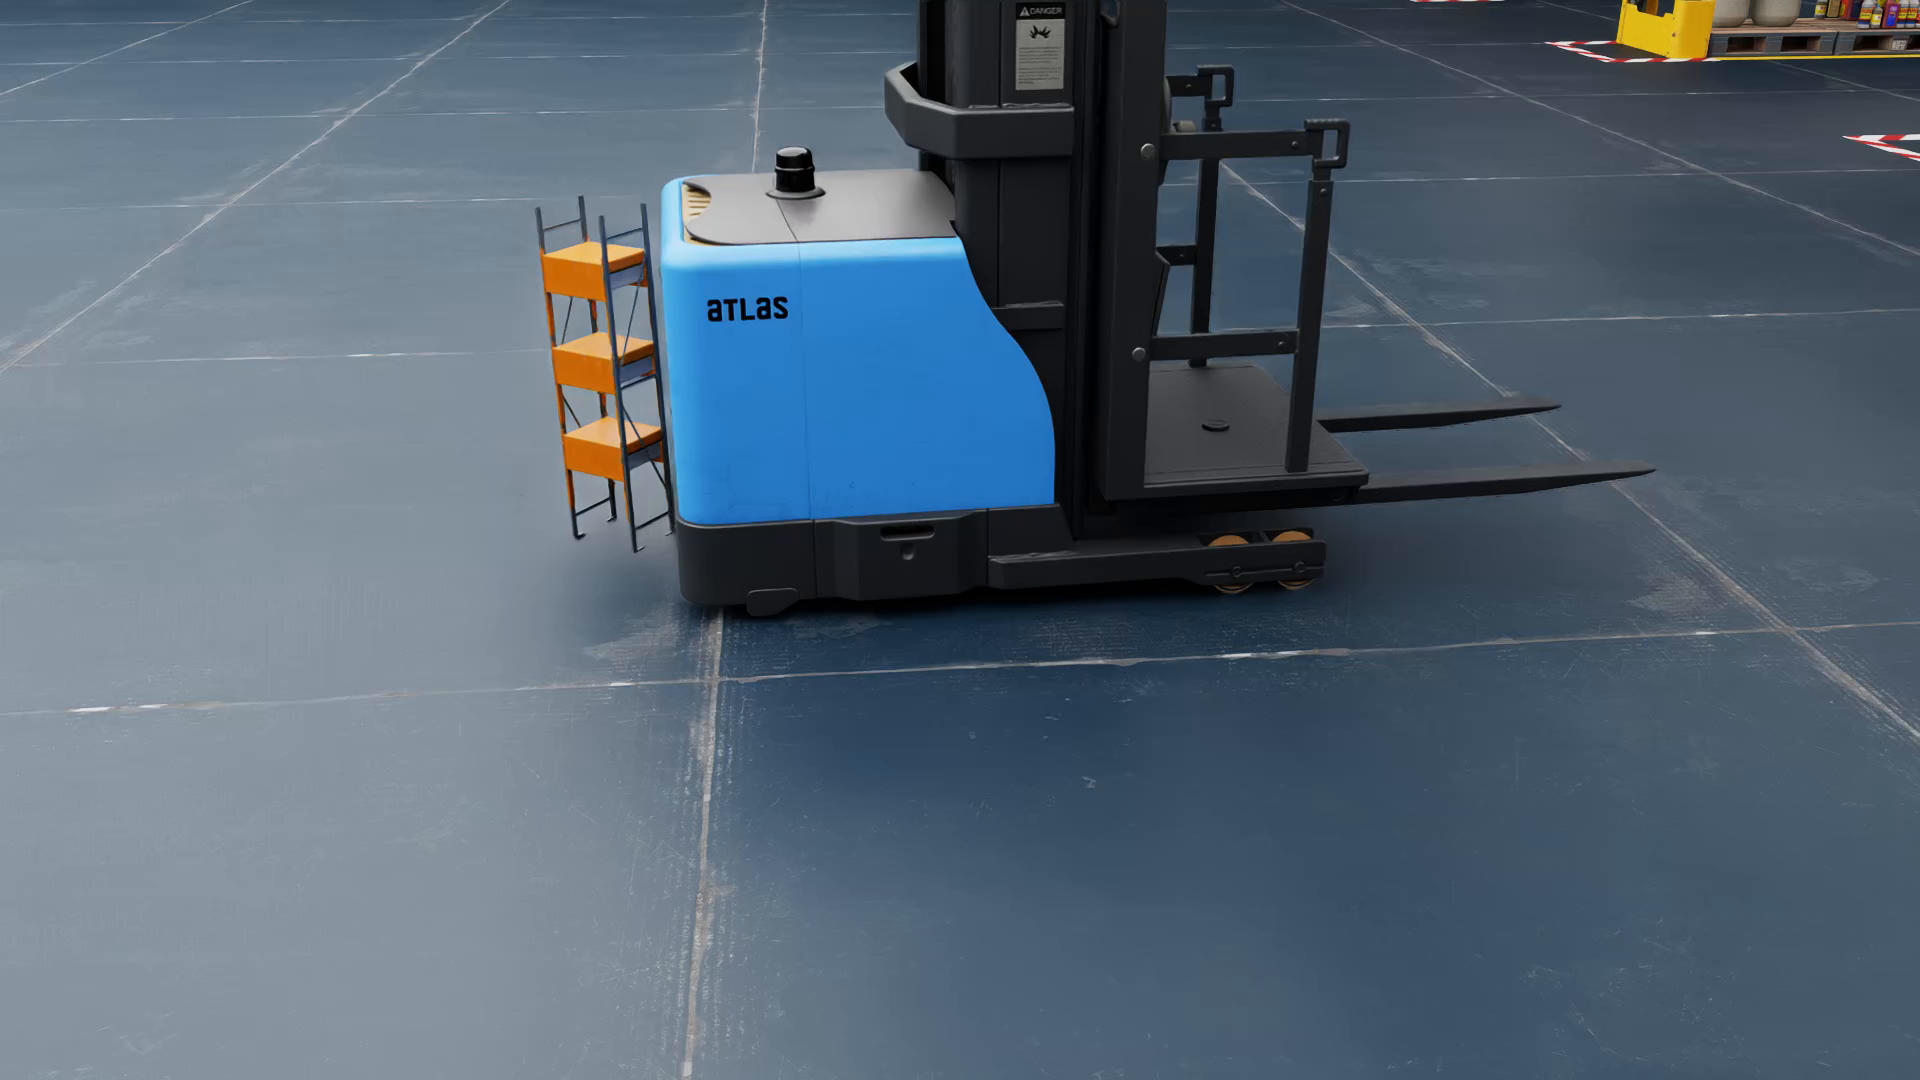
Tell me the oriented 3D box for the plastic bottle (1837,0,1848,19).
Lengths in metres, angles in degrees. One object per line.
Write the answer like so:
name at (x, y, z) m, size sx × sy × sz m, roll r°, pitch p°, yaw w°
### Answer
plastic bottle at (8.528, -5.150, 15.956) m, size 0.135 × 0.276 × 0.152 m, roll -2°, pitch 24°, yaw -5°

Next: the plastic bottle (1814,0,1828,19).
plastic bottle at (8.275, -5.117, 15.973) m, size 0.097 × 0.201 × 0.097 m, roll 0°, pitch 24°, yaw 0°

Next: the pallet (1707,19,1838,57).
pallet at (7.370, -4.722, 15.615) m, size 1.213 × 0.211 × 1.003 m, roll -2°, pitch 24°, yaw -5°

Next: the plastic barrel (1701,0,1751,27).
plastic barrel at (7.137, -5.057, 15.479) m, size 0.421 × 0.512 × 0.421 m, roll 0°, pitch 24°, yaw 0°

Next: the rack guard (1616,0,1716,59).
rack guard at (6.561, -4.824, 15.488) m, size 0.348 × 0.500 × 1.175 m, roll -2°, pitch 24°, yaw -5°

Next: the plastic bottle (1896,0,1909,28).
plastic bottle at (8.666, -4.859, 15.306) m, size 0.097 × 0.271 × 0.097 m, roll 0°, pitch 24°, yaw 0°

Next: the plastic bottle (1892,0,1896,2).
plastic bottle at (8.886, -5.083, 15.896) m, size 0.097 × 0.201 × 0.097 m, roll 0°, pitch 24°, yaw 0°

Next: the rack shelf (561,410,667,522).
rack shelf at (-1.069, -0.233, 5.187) m, size 0.240 × 0.259 × 0.215 m, roll 13°, pitch 27°, yaw 28°

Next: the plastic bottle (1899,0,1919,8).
plastic bottle at (9.055, -5.113, 15.871) m, size 0.135 × 0.276 × 0.152 m, roll -2°, pitch 24°, yaw -5°

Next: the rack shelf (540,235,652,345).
rack shelf at (-1.077, -0.748, 4.963) m, size 0.240 × 0.259 × 0.215 m, roll 13°, pitch 27°, yaw 28°

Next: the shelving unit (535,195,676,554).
shelving unit at (-1.073, -0.498, 5.072) m, size 0.252 × 1.050 × 0.215 m, roll 13°, pitch 27°, yaw 28°

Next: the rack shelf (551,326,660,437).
rack shelf at (-1.073, -0.488, 5.076) m, size 0.240 × 0.259 × 0.215 m, roll 13°, pitch 27°, yaw 28°

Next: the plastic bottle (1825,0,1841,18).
plastic bottle at (8.389, -5.167, 15.984) m, size 0.133 × 0.283 × 0.061 m, roll -2°, pitch 24°, yaw -4°

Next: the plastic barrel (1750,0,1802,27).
plastic barrel at (7.636, -5.077, 15.524) m, size 0.421 × 0.512 × 0.421 m, roll 0°, pitch 24°, yaw 0°

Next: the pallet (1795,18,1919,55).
pallet at (8.581, -4.770, 15.721) m, size 1.213 × 0.211 × 1.003 m, roll -2°, pitch 24°, yaw -5°

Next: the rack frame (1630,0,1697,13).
rack frame at (6.490, -5.944, 14.931) m, size 0.127 × 3.000 × 1.000 m, roll -2°, pitch 24°, yaw -5°

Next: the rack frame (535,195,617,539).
rack frame at (-1.178, -0.521, 5.130) m, size 0.008 × 1.050 × 0.200 m, roll 13°, pitch 27°, yaw 28°

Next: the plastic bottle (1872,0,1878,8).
plastic bottle at (8.697, -5.072, 15.872) m, size 0.097 × 0.201 × 0.097 m, roll 0°, pitch 24°, yaw 0°

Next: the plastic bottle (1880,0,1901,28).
plastic bottle at (8.552, -4.852, 15.276) m, size 0.133 × 0.283 × 0.061 m, roll -2°, pitch 24°, yaw -4°

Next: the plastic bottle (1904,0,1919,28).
plastic bottle at (8.766, -4.863, 15.315) m, size 0.097 × 0.271 × 0.097 m, roll 0°, pitch 24°, yaw 0°

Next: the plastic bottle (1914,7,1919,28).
plastic bottle at (8.864, -4.835, 15.338) m, size 0.097 × 0.201 × 0.097 m, roll 0°, pitch 24°, yaw 0°

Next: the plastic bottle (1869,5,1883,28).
plastic bottle at (8.428, -4.817, 15.298) m, size 0.097 × 0.201 × 0.097 m, roll 0°, pitch 24°, yaw 0°

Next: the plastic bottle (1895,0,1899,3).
plastic bottle at (9.016, -5.206, 15.988) m, size 0.185 × 0.351 × 0.144 m, roll -2°, pitch 24°, yaw -6°

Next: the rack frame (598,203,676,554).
rack frame at (-0.968, -0.474, 5.015) m, size 0.008 × 1.050 × 0.200 m, roll 13°, pitch 27°, yaw 28°

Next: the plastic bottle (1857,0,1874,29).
plastic bottle at (8.325, -4.845, 15.275) m, size 0.097 × 0.271 × 0.097 m, roll 0°, pitch 24°, yaw 0°

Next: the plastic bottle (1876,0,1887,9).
plastic bottle at (8.831, -5.198, 15.972) m, size 0.185 × 0.351 × 0.144 m, roll -1°, pitch 24°, yaw -3°

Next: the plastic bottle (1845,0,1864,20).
plastic bottle at (8.539, -5.111, 15.858) m, size 0.133 × 0.283 × 0.061 m, roll -2°, pitch 24°, yaw -5°

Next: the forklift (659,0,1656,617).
forklift at (0.632, -1.391, 4.772) m, size 3.031 × 2.935 × 1.130 m, roll -4°, pitch 24°, yaw -8°
